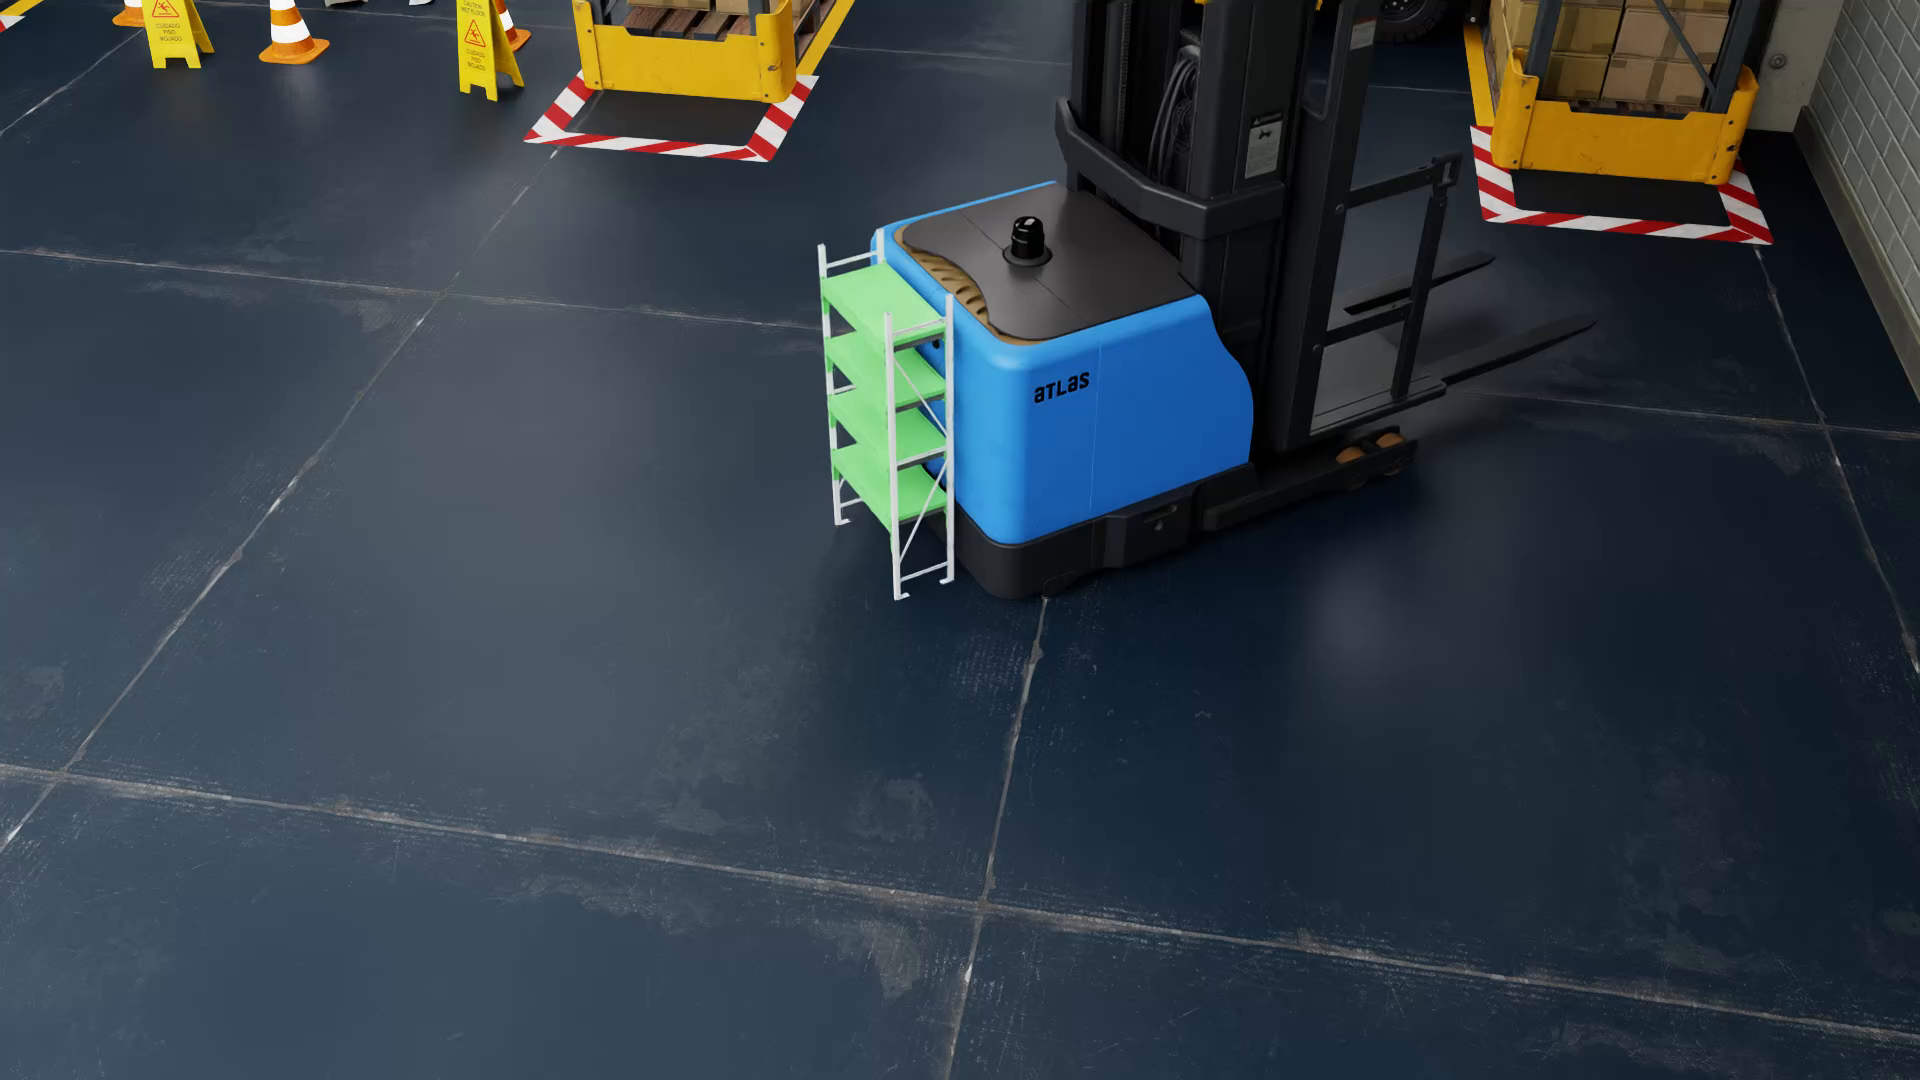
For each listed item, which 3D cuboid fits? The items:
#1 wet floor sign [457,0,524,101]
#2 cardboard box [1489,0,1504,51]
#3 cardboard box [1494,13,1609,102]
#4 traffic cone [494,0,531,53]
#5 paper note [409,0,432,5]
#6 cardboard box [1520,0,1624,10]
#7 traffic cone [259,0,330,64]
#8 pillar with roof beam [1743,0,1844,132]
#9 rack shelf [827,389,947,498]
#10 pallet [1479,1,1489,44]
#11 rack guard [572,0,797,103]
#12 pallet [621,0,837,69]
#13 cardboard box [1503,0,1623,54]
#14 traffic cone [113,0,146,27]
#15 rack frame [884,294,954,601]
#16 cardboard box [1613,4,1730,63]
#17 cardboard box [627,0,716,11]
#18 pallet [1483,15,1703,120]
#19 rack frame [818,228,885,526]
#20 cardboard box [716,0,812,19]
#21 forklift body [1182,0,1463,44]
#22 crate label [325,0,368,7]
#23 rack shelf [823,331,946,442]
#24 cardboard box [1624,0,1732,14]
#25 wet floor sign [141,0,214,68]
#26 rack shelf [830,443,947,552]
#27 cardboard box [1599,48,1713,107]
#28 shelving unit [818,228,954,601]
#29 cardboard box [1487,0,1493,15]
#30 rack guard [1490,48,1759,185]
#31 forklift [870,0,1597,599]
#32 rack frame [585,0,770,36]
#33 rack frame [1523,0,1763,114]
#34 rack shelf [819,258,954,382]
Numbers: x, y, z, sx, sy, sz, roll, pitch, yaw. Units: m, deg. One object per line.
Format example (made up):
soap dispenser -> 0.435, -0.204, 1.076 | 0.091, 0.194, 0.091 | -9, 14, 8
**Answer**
wet floor sign -> -2.615, -2.772, 9.097 | 0.267, 0.644, 0.232 | 20, 44, 23
cardboard box -> 3.227, -2.879, 9.206 | 0.500, 0.250, 0.500 | 6, 40, 8
cardboard box -> 3.132, -2.568, 8.830 | 0.500, 0.250, 0.500 | 7, 40, 8
traffic cone -> -2.724, -3.115, 9.655 | 0.336, 0.463, 0.334 | 6, 40, 8
paper note -> -3.325, -3.349, 10.277 | 0.148, 0.019, 0.142 | -6, 40, -8
cardboard box -> 3.134, -2.947, 8.504 | 0.500, 0.250, 0.500 | 8, 40, 9
traffic cone -> -3.876, -3.024, 9.545 | 0.336, 0.463, 0.334 | 6, 40, 8
pillar with roof beam -> 0.130, -6.260, 6.760 | 9.100, 9.000, 0.400 | 6, 40, 8
rack shelf -> -0.248, -0.371, 5.857 | 0.258, 0.148, 0.480 | -20, 43, -22
pallet -> 3.666, -3.309, 10.087 | 1.003, 0.211, 1.213 | 6, 40, 8
rack guard -> -1.515, -2.765, 9.202 | 1.175, 0.500, 0.348 | 6, 40, 8
pallet -> -1.339, -3.160, 9.906 | 1.003, 0.211, 1.213 | 6, 40, 8
cardboard box -> 3.138, -2.771, 8.683 | 0.500, 0.250, 0.500 | 6, 40, 7
traffic cone -> -4.930, -3.362, 9.954 | 0.336, 0.463, 0.334 | 6, 40, 8
rack frame -> -0.130, -0.284, 5.652 | 0.240, 1.200, 0.015 | -20, 43, -22
cardboard box -> 3.648, -2.703, 8.601 | 0.500, 0.250, 0.500 | 7, 40, 8
cardboard box -> -1.649, -3.335, 9.758 | 0.500, 0.250, 0.500 | 6, 40, 7
pallet -> 3.453, -2.546, 9.163 | 1.003, 0.211, 1.213 | 6, 40, 8
rack frame -> -0.367, -0.556, 5.981 | 0.240, 1.200, 0.015 | -20, 43, -22
cardboard box -> -1.116, -3.259, 9.666 | 0.500, 0.250, 0.500 | 6, 40, 7
forklift body -> 1.893, -4.200, 9.642 | 2.313, 2.155, 1.214 | 6, 40, 8
crate label -> -3.801, -3.399, 10.254 | 0.250, 0.136, 0.298 | -13, 41, -15
rack shelf -> -0.248, -0.556, 5.704 | 0.258, 0.148, 0.480 | -20, 43, -22
cardboard box -> 3.631, -2.904, 8.452 | 0.500, 0.250, 0.500 | 6, 40, 7
wet floor sign -> -4.475, -3.019, 9.396 | 0.267, 0.644, 0.232 | 0, 40, 0
rack shelf -> -0.248, -0.186, 6.010 | 0.258, 0.148, 0.480 | -20, 43, -22
cardboard box -> 3.639, -2.525, 8.778 | 0.500, 0.250, 0.500 | 7, 40, 8
shelving unit -> -0.248, -0.420, 5.816 | 0.258, 1.200, 0.503 | -20, 43, -22
cardboard box -> 3.323, -3.192, 9.585 | 0.500, 0.250, 0.500 | 7, 40, 8
rack guard -> 3.358, -2.157, 8.467 | 1.175, 0.500, 0.348 | 6, 40, 8
forklift -> 1.206, -1.600, 5.885 | 3.031, 2.935, 1.130 | -20, 43, -22
rack frame -> -1.528, -3.681, 8.348 | 1.000, 3.000, 0.127 | 6, 40, 8
rack frame -> 3.362, -3.136, 7.689 | 1.000, 3.000, 0.127 | 6, 40, 8
rack shelf -> -0.249, -0.741, 5.551 | 0.258, 0.148, 0.480 | -20, 43, -22
